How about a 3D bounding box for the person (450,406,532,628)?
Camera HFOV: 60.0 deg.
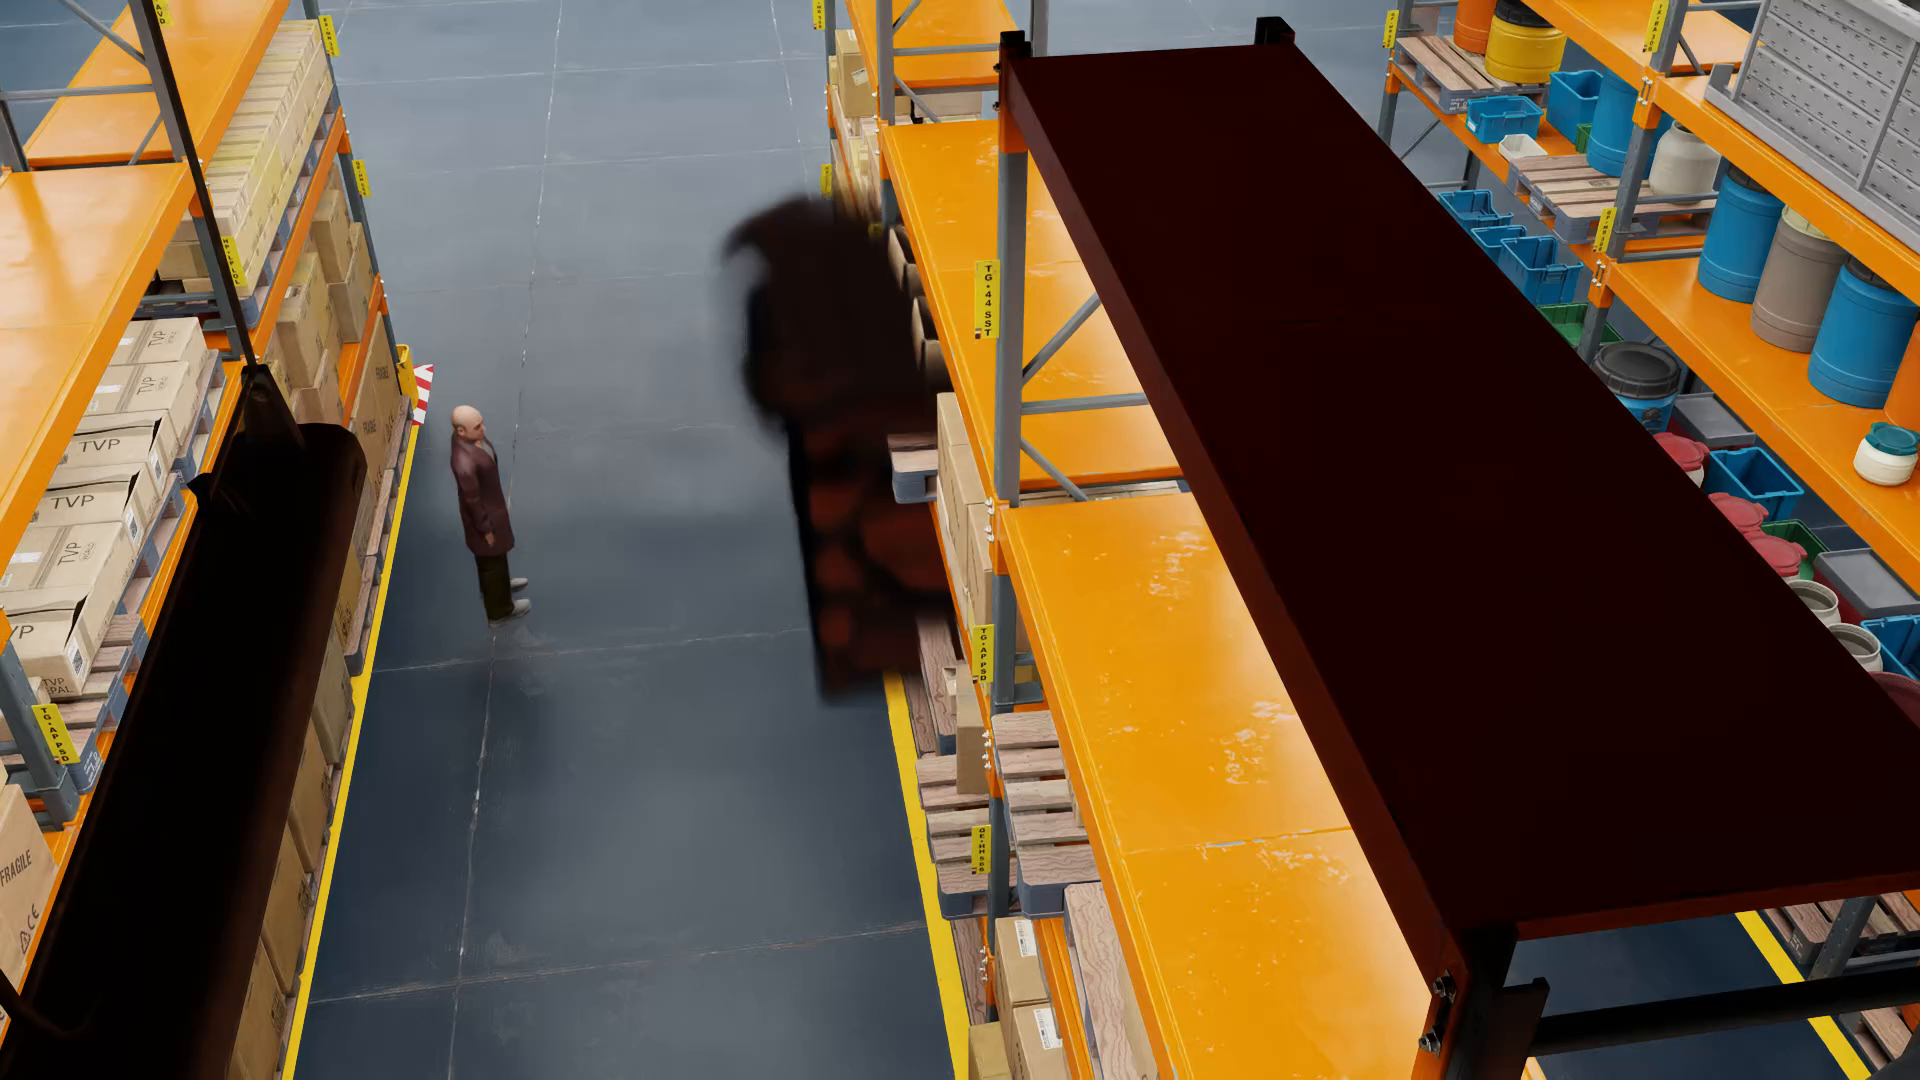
[{"bbox_3d":[-3.320,-0.208,11.729,0.440,1.791,0.584,-18,40,-23],"label":"person"}]
